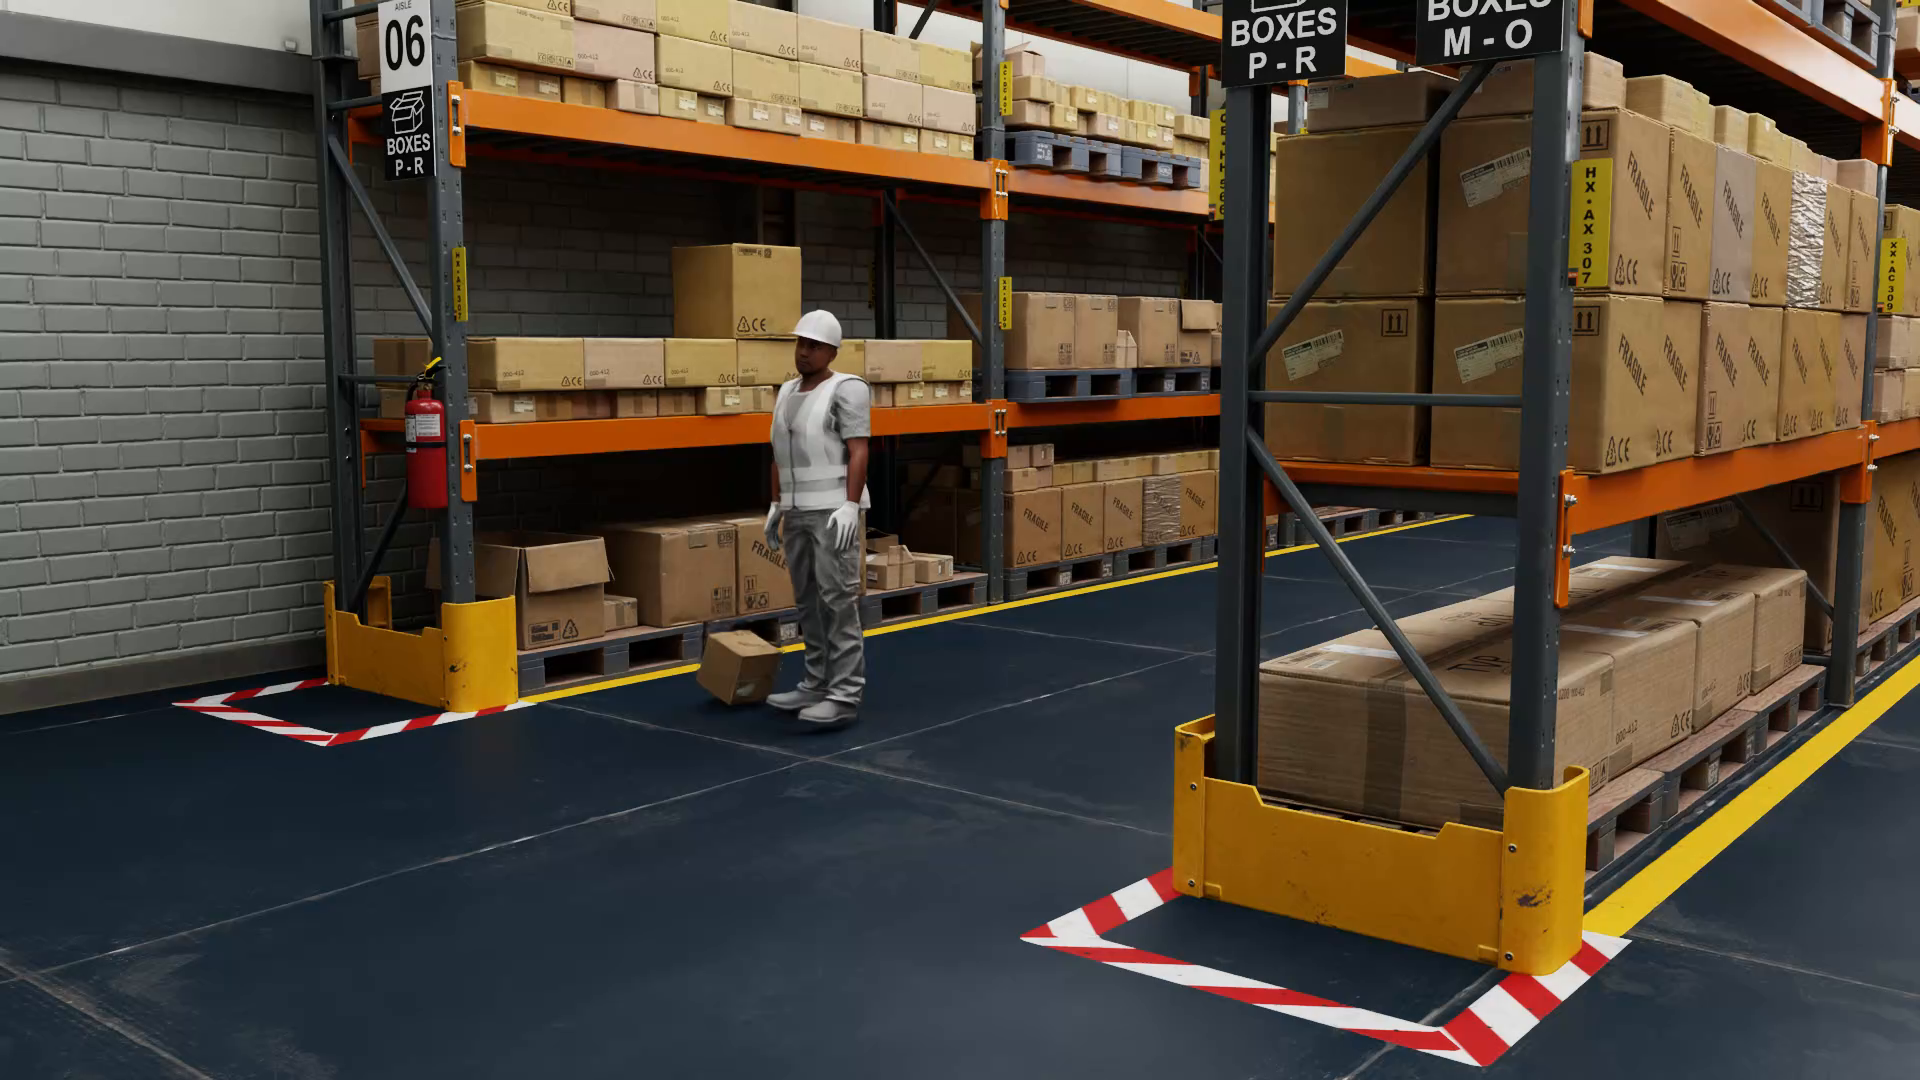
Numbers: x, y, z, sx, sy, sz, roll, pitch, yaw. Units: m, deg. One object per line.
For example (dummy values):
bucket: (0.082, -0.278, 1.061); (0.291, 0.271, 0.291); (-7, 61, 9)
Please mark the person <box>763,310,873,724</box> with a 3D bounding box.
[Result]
person: (-0.635, -0.104, 7.267); (0.436, 1.788, 0.634); (-6, 9, -42)
